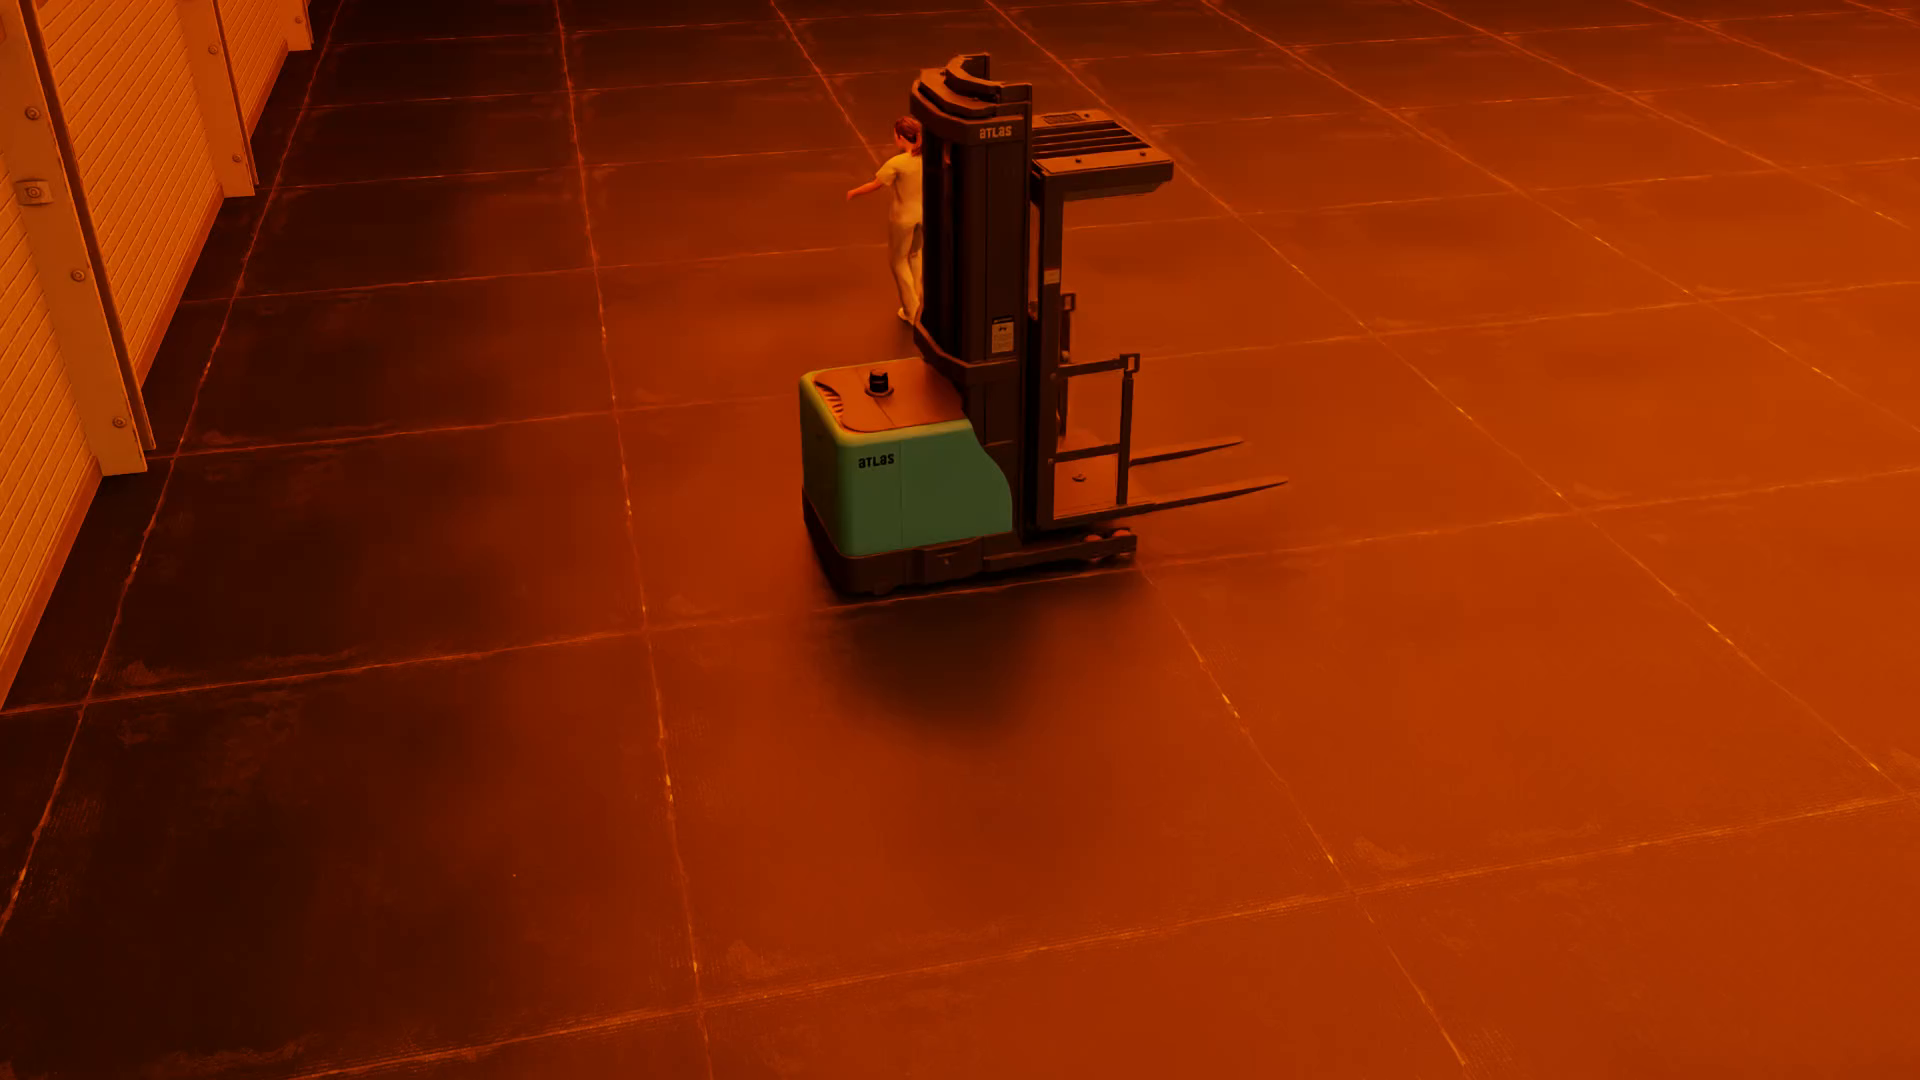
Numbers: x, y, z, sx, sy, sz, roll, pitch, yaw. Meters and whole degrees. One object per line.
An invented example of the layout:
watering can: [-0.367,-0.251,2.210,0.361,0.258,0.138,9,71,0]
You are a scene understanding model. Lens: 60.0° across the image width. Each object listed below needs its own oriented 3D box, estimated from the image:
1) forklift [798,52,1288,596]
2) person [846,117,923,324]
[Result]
forklift: [0.577,-1.372,9.944,3.031,2.935,1.130,-10,31,-16]
person: [-0.422,-2.590,13.369,0.884,1.690,0.630,-15,33,-24]
